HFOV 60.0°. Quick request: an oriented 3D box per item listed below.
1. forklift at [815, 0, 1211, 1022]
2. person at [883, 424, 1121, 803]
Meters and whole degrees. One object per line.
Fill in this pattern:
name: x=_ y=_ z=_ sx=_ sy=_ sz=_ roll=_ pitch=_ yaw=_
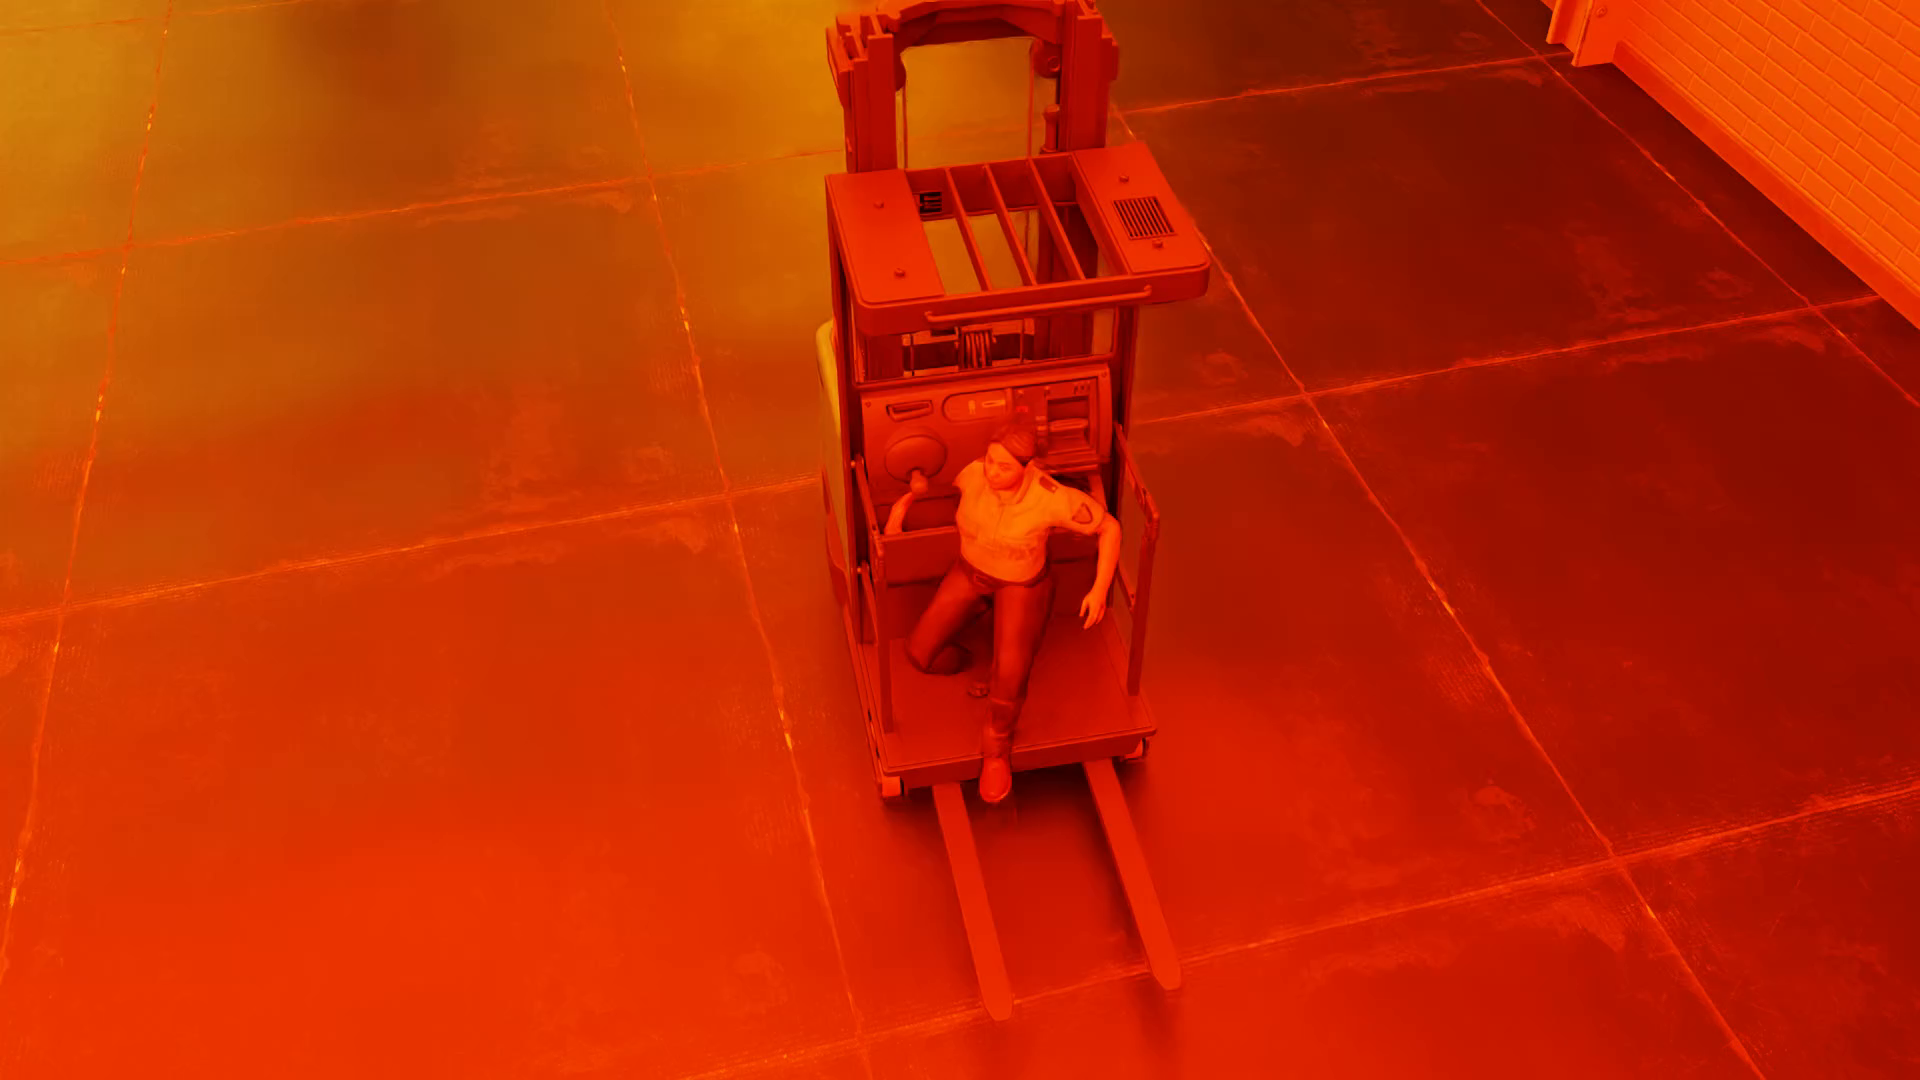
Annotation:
forklift: x=0.149 y=-0.315 z=5.978 sx=1.130 sy=2.935 sz=3.031 roll=-8 pitch=44 yaw=-8
person: x=0.069 y=0.243 z=6.326 sx=0.912 sy=1.450 sz=0.842 roll=24 pitch=48 yaw=23
